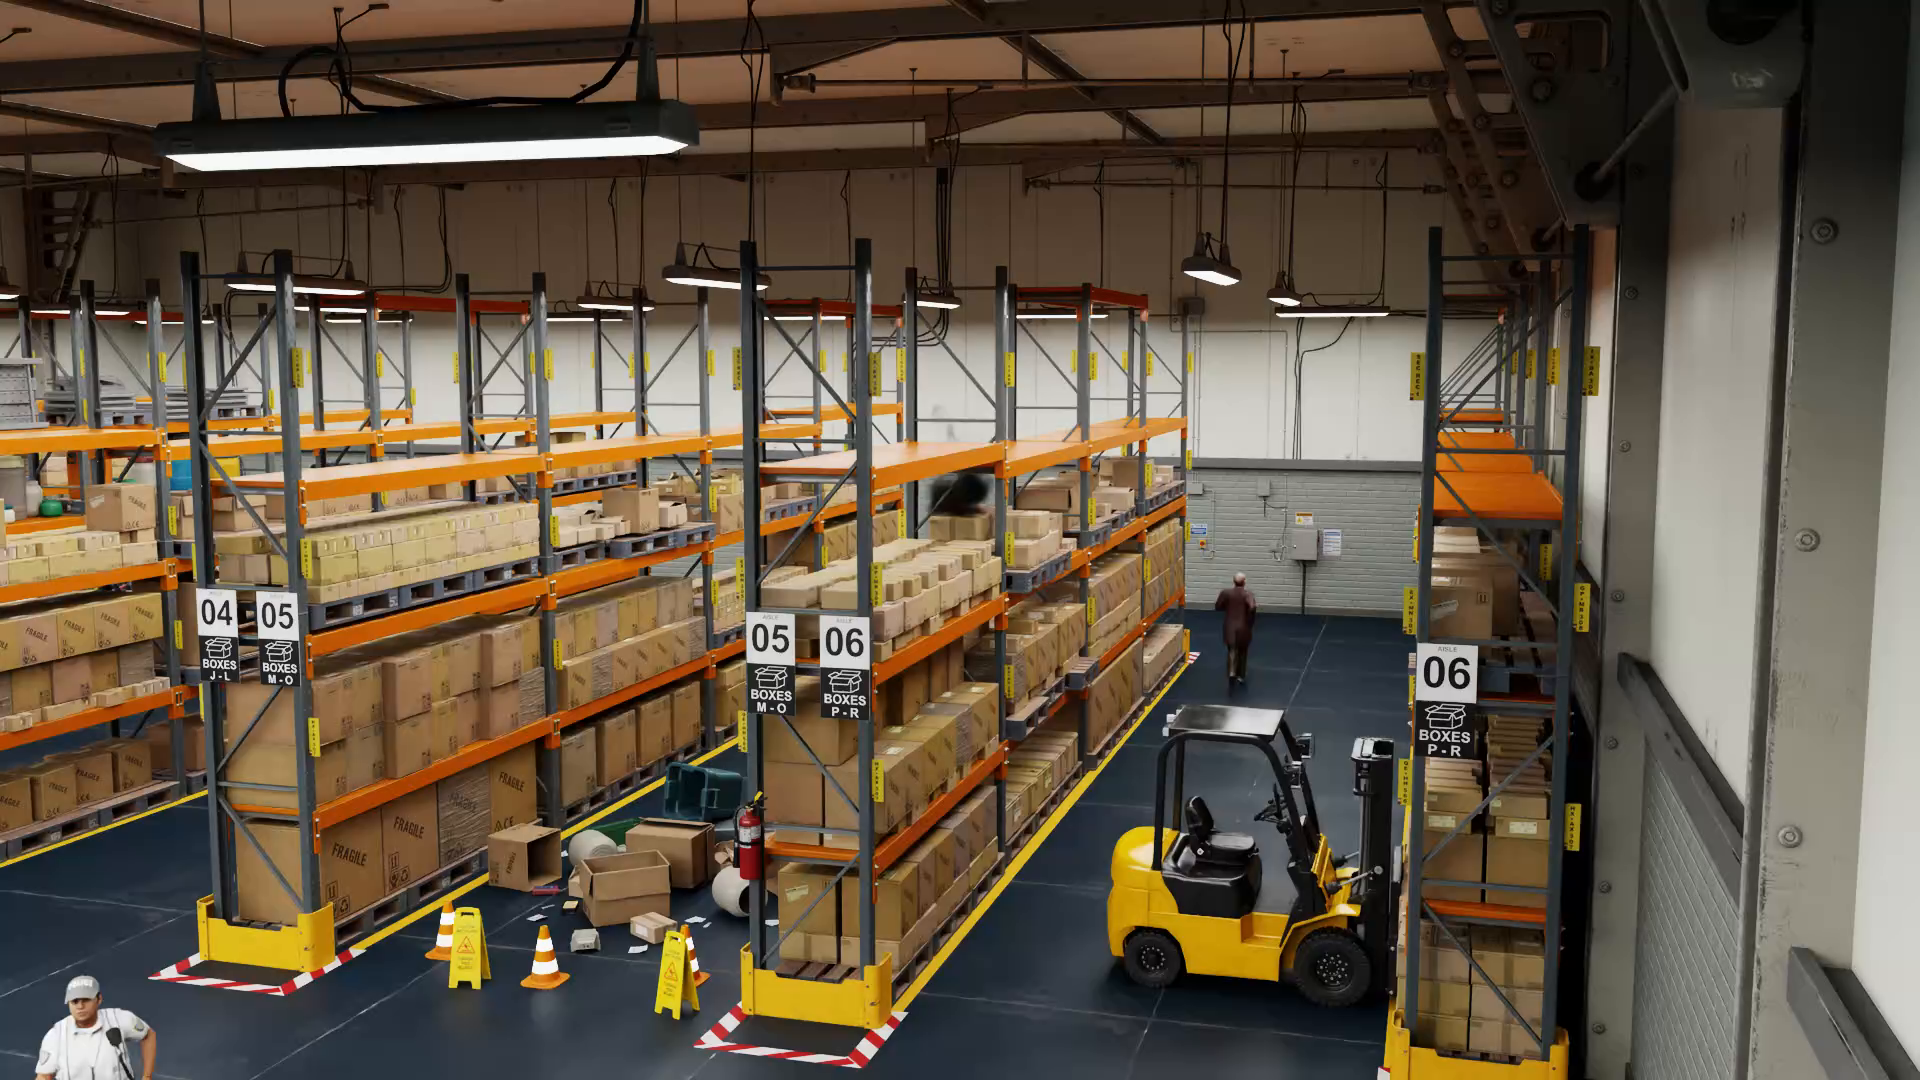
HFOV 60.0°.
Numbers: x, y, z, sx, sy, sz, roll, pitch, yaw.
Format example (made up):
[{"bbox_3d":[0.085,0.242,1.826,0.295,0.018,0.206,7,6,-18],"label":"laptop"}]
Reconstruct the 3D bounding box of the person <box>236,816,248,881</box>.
[{"bbox_3d":[-6.928,2.455,16.578,0.614,1.707,0.824,1,6,9],"label":"person"}]

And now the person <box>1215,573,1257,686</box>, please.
[{"bbox_3d":[4.269,1.404,25.720,0.686,1.804,0.988,2,7,19],"label":"person"}]

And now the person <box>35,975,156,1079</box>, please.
[{"bbox_3d":[-4.950,3.298,9.535,0.592,1.639,0.628,-3,7,-24],"label":"person"}]
